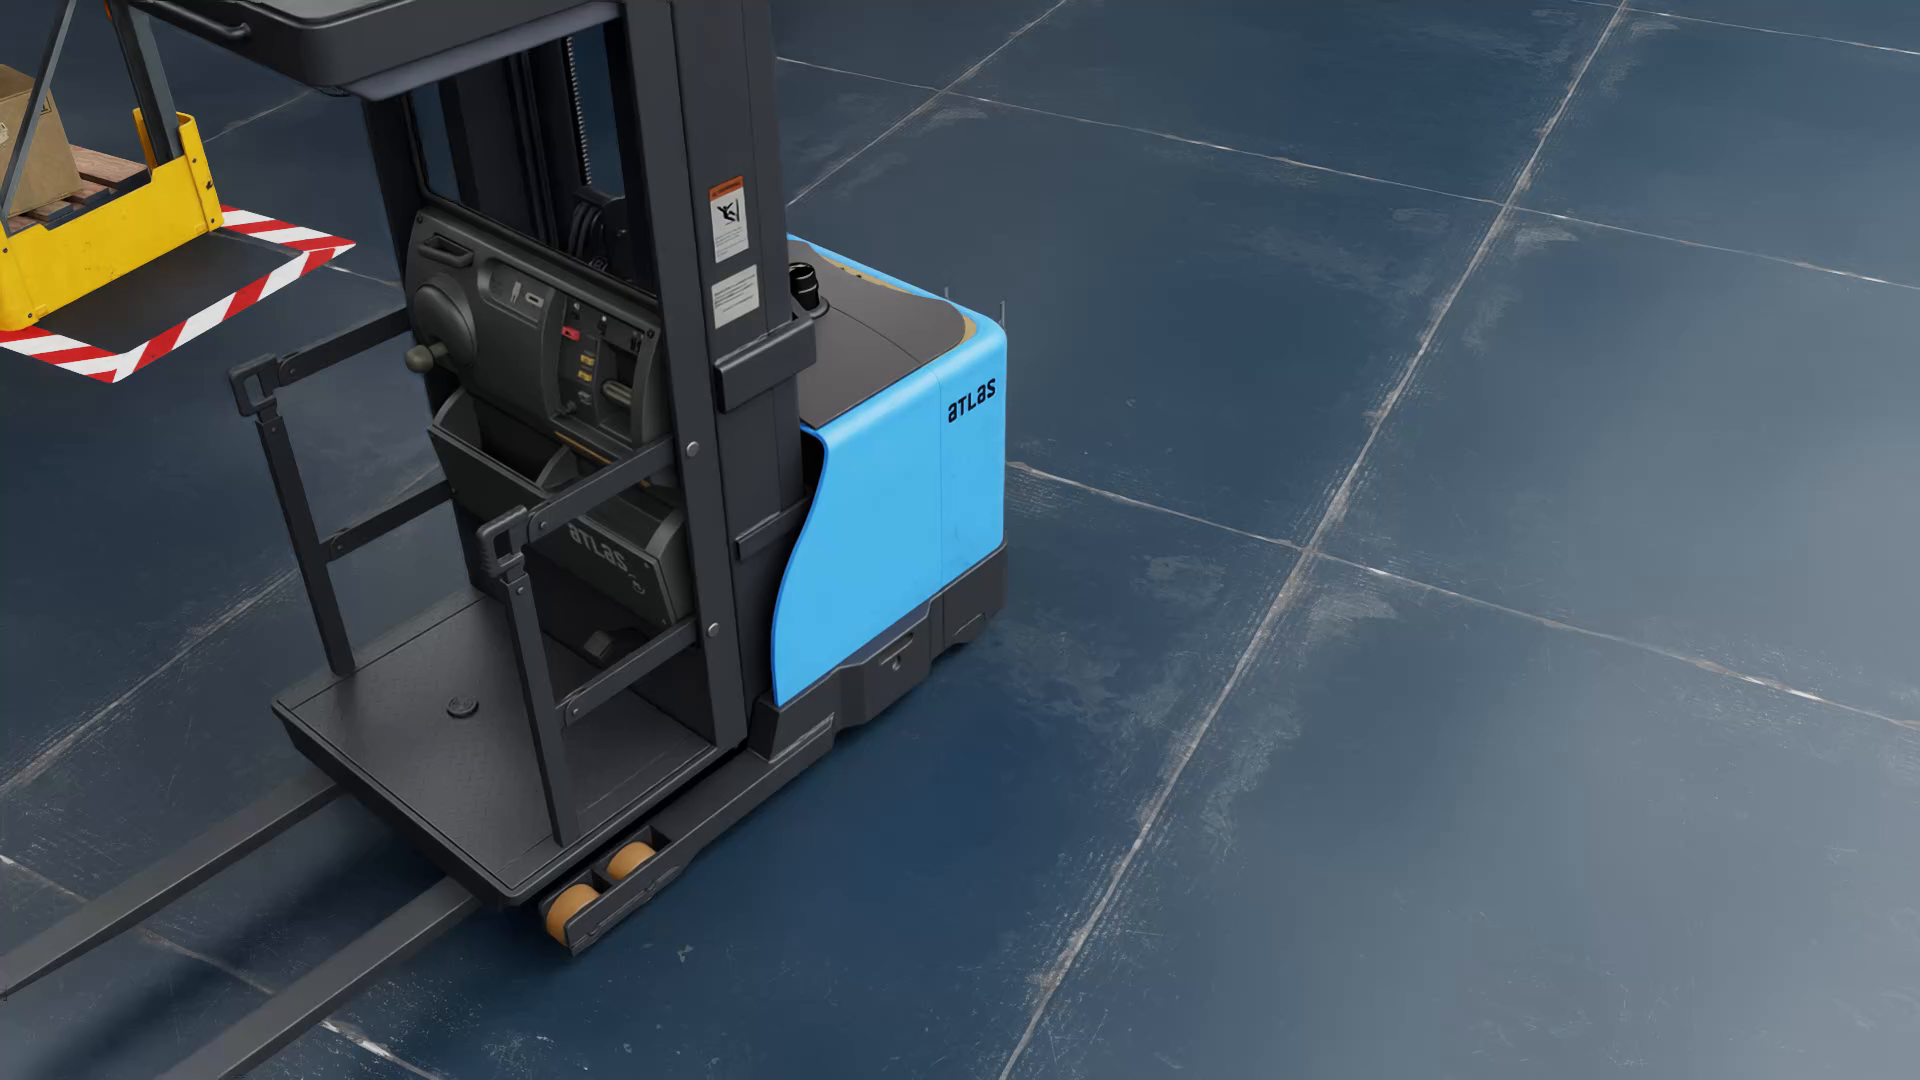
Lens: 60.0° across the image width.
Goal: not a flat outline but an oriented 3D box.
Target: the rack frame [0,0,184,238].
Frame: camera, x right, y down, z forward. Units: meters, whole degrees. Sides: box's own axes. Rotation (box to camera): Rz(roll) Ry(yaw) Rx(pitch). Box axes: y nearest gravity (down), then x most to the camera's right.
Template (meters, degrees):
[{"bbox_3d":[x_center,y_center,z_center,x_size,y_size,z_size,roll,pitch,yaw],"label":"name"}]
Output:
[{"bbox_3d":[-3.729,-2.385,6.411,0.127,3.000,1.000,17,41,21],"label":"rack frame"}]

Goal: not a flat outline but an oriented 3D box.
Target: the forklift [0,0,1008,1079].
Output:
[{"bbox_3d":[-1.187,-0.446,3.914,1.130,2.935,3.031,27,45,31],"label":"forklift"}]

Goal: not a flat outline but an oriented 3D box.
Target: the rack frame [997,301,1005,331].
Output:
[{"bbox_3d":[0.083,-0.333,5.444,0.006,0.900,0.240,18,41,22],"label":"rack frame"}]

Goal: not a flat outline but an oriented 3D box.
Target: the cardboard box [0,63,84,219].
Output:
[{"bbox_3d":[-4.276,-1.739,7.281,0.500,0.500,0.500,25,44,29],"label":"cardboard box"}]

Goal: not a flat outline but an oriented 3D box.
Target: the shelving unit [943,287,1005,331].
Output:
[{"bbox_3d":[-0.007,-0.361,5.481,0.210,0.900,0.258,18,41,22],"label":"shelving unit"}]

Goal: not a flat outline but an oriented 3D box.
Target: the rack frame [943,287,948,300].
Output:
[{"bbox_3d":[-0.097,-0.390,5.519,0.006,0.900,0.240,18,41,22],"label":"rack frame"}]

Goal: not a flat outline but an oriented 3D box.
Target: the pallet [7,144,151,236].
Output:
[{"bbox_3d":[-4.502,-1.540,7.605,1.213,0.211,1.003,17,41,21],"label":"pallet"}]

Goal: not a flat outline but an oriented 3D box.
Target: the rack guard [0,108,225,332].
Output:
[{"bbox_3d":[-3.797,-1.411,7.195,0.348,0.500,1.175,17,41,21],"label":"rack guard"}]

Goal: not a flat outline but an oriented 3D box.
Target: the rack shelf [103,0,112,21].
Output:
[{"bbox_3d":[-5.505,-2.655,7.361,4.000,0.370,1.077,17,41,21],"label":"rack shelf"}]
